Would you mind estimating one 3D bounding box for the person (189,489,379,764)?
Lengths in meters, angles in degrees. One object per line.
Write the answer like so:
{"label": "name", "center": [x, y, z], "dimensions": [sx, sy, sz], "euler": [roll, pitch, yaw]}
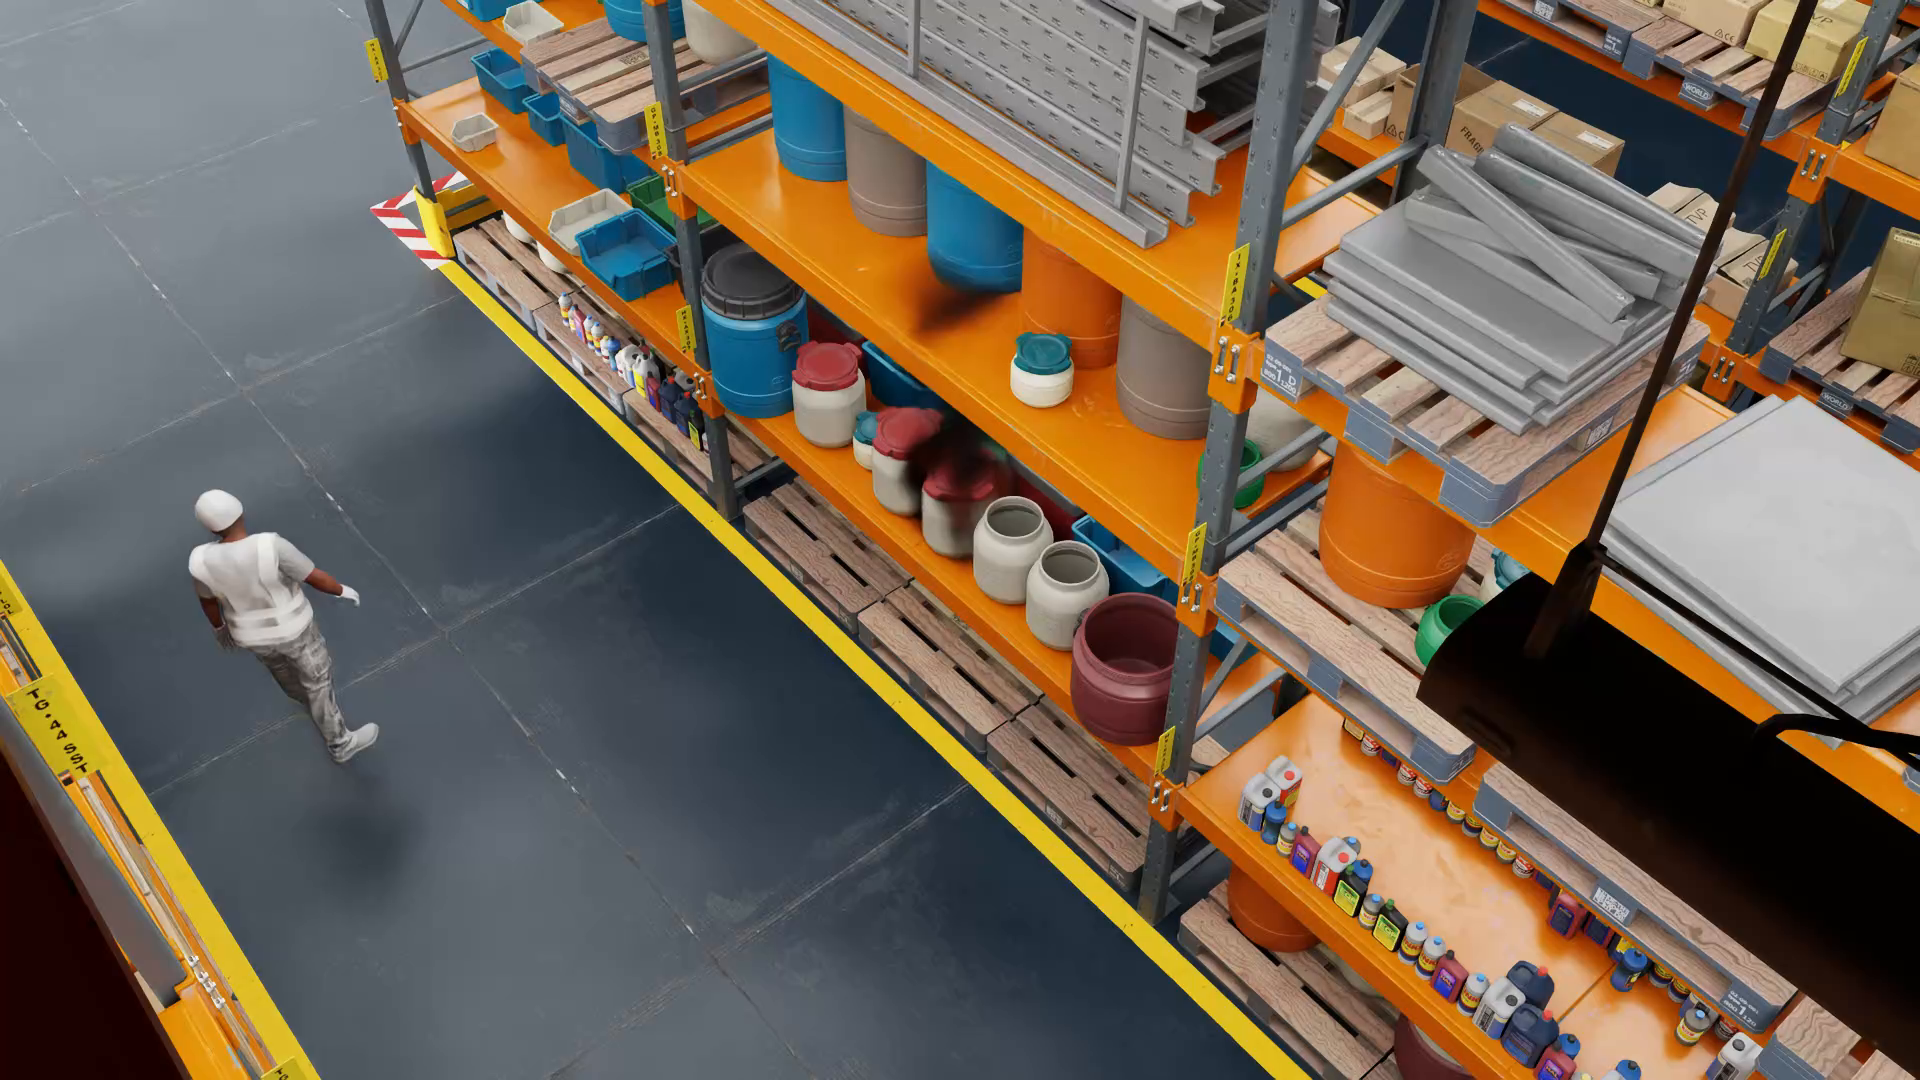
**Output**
{"label": "person", "center": [-3.646, 0.418, 8.970], "dimensions": [0.748, 1.776, 0.762], "euler": [-3, 47, -3]}
